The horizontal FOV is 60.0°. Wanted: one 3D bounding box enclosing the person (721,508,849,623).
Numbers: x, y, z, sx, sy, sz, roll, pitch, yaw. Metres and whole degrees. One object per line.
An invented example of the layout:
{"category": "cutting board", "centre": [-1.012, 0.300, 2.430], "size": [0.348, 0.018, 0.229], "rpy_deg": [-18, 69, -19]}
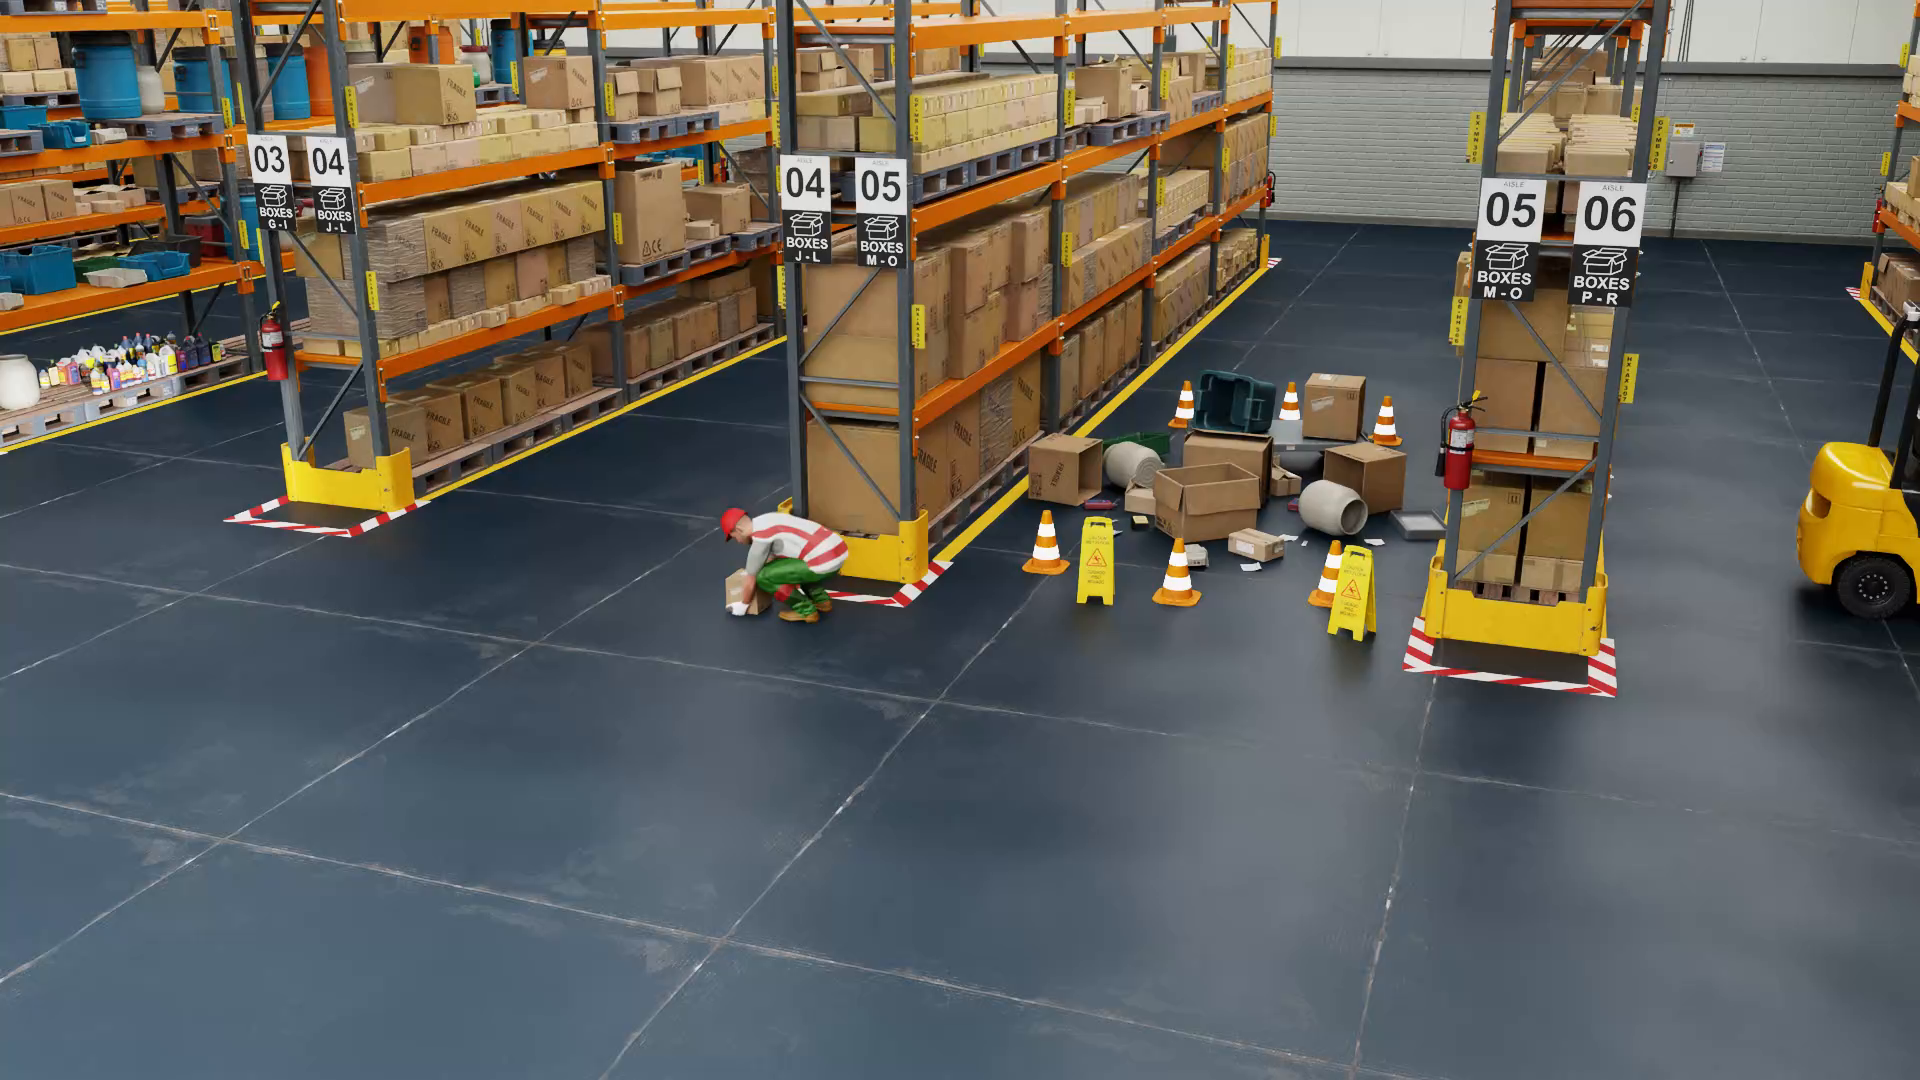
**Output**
{"category": "person", "centre": [-1.283, 0.200, 12.141], "size": [0.932, 0.858, 0.538], "rpy_deg": [6, 19, 17]}
